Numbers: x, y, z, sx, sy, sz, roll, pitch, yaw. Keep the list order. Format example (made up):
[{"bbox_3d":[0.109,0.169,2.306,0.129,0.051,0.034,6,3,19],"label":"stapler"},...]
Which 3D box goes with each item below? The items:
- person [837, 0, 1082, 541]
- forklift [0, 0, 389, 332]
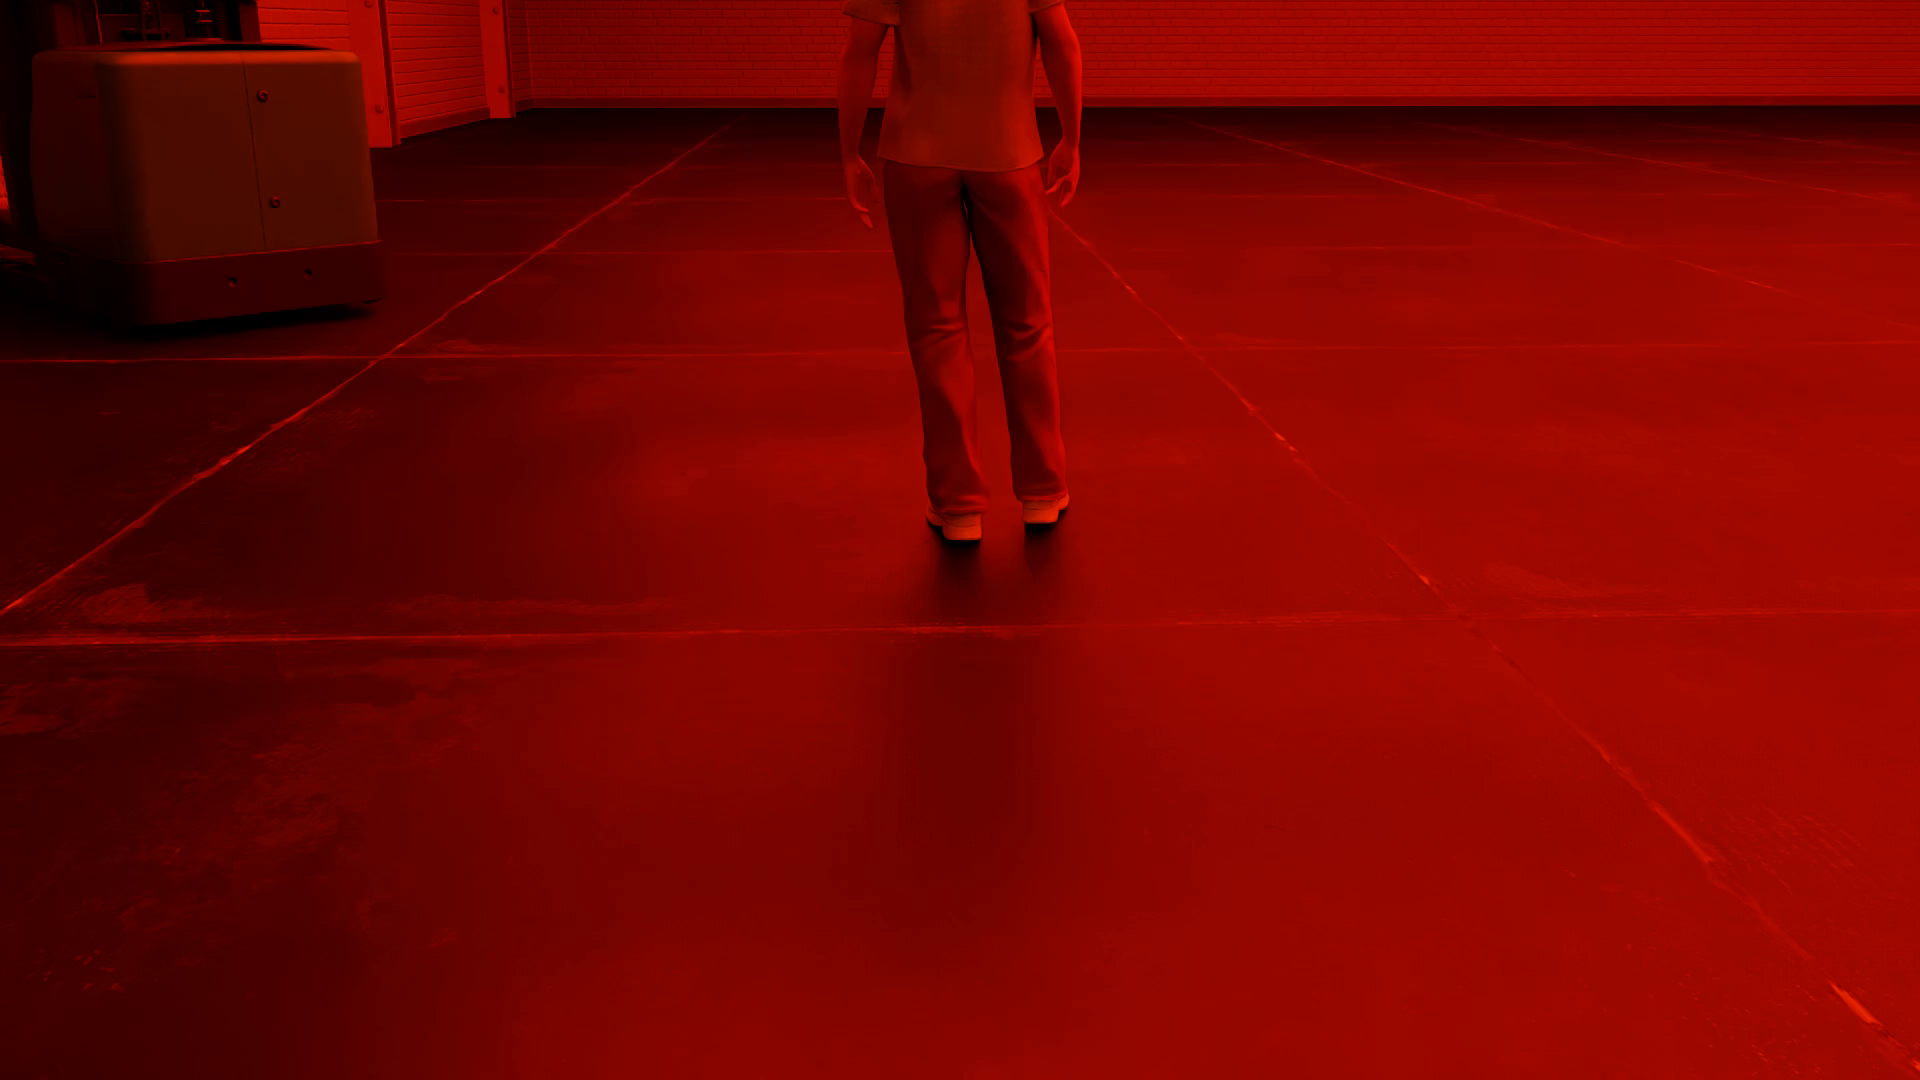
[{"bbox_3d":[0.007,-0.830,3.742,0.555,1.675,0.549,-1,17,-3],"label":"person"},{"bbox_3d":[-3.809,-2.562,7.281,1.130,2.935,3.031,-16,23,-42],"label":"forklift"}]
